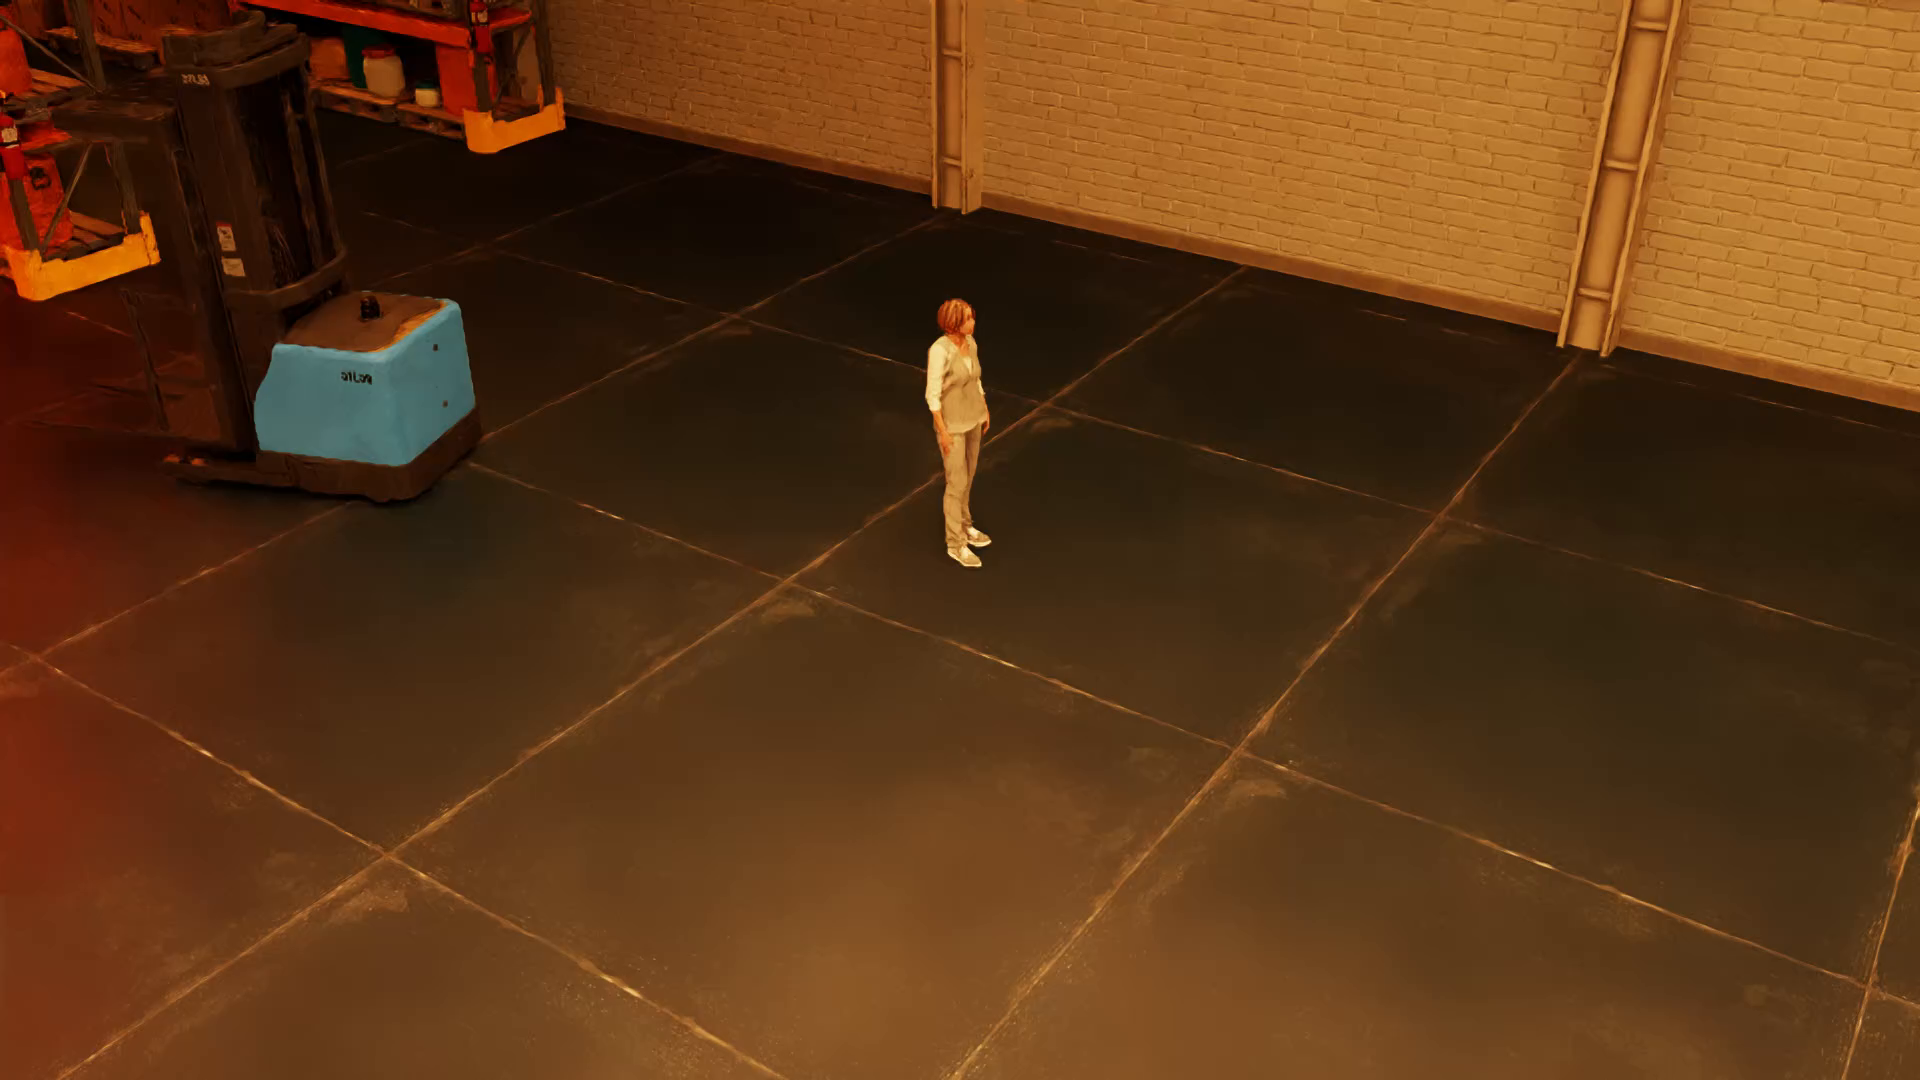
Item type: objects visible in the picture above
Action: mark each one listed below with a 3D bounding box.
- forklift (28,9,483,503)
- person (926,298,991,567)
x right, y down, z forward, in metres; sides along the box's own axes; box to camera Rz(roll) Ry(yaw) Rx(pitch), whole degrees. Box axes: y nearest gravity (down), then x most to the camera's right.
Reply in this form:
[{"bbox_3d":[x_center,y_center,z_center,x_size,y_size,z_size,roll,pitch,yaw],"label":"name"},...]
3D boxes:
[{"bbox_3d":[-4.903,-1.895,10.844,3.031,2.935,1.130,7,31,12],"label":"forklift"},{"bbox_3d":[0.054,-0.670,10.050,0.474,1.597,0.521,19,35,29],"label":"person"}]
